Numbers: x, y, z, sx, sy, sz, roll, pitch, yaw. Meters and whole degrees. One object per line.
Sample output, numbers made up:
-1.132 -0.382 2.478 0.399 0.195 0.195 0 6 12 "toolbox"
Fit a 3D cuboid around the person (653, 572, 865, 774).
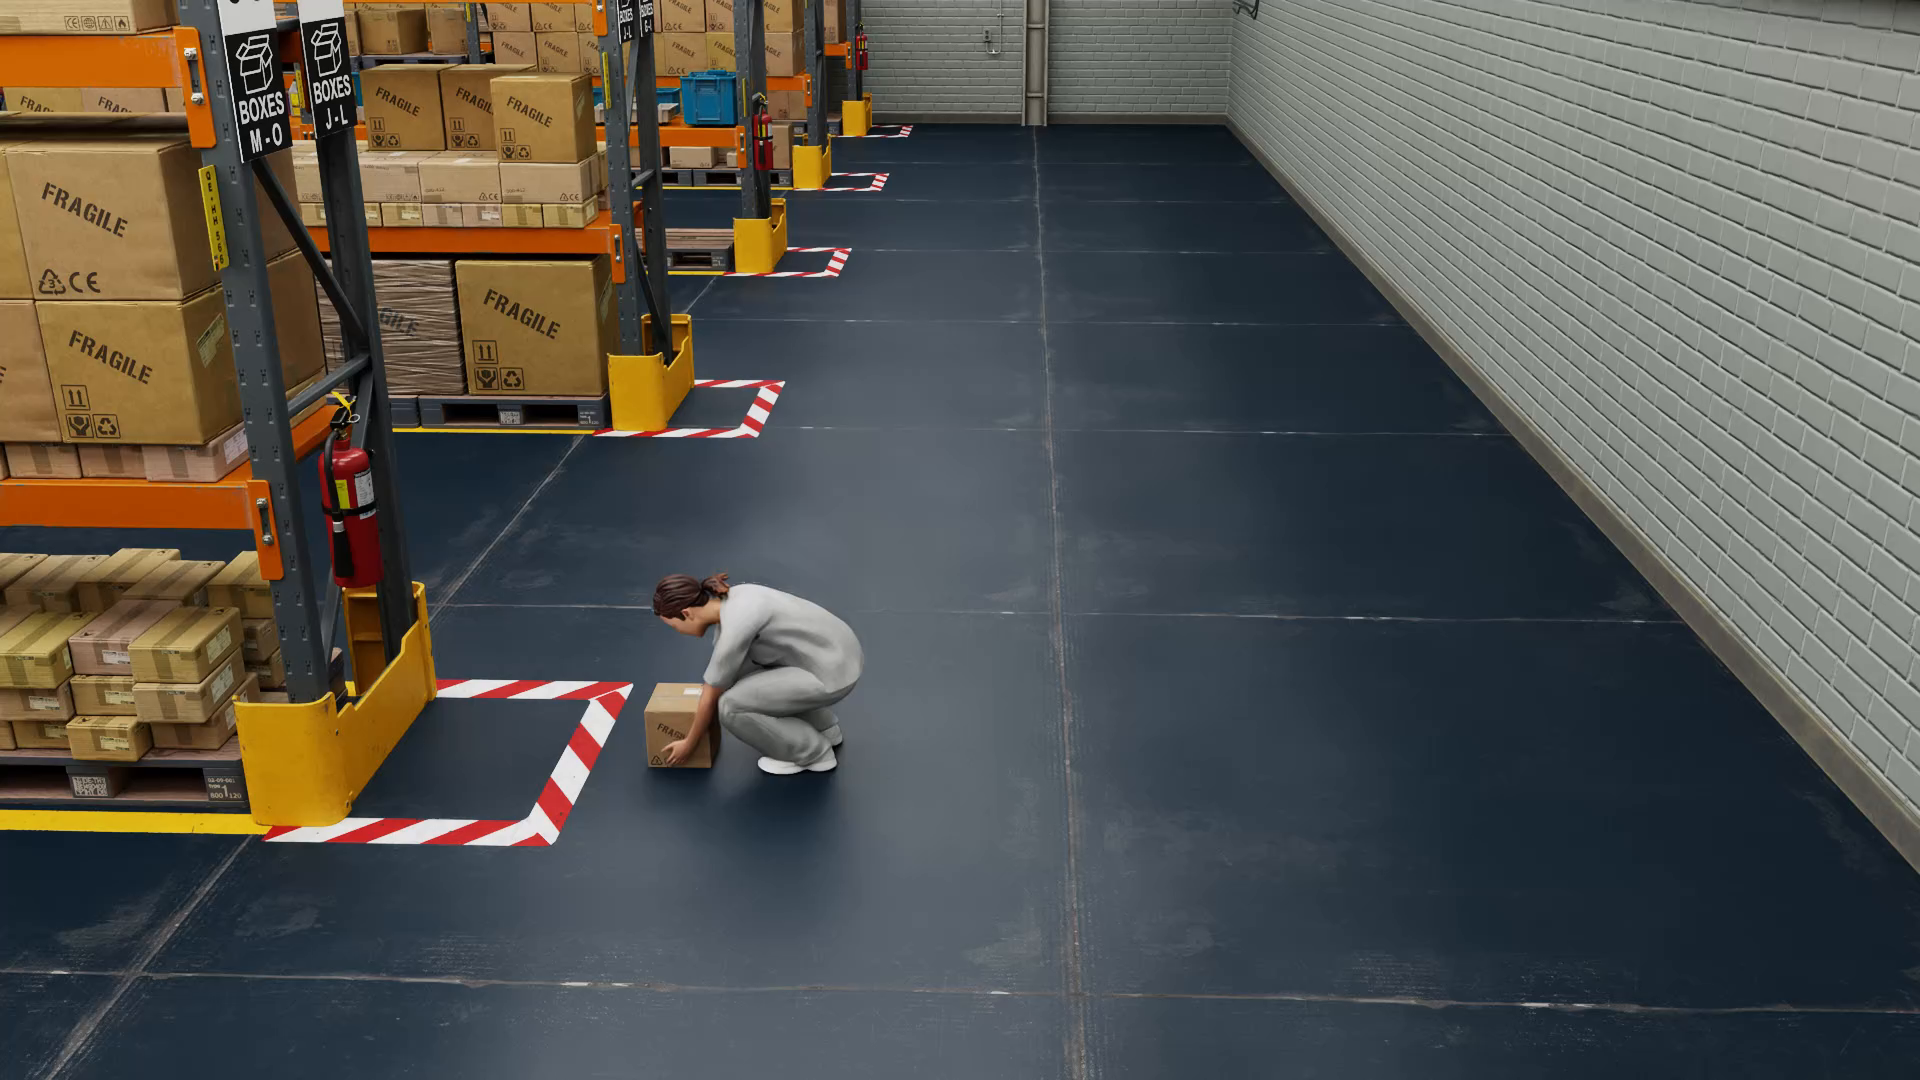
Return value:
-0.778 0.495 6.526 0.804 0.805 0.478 1 21 2 "person"
